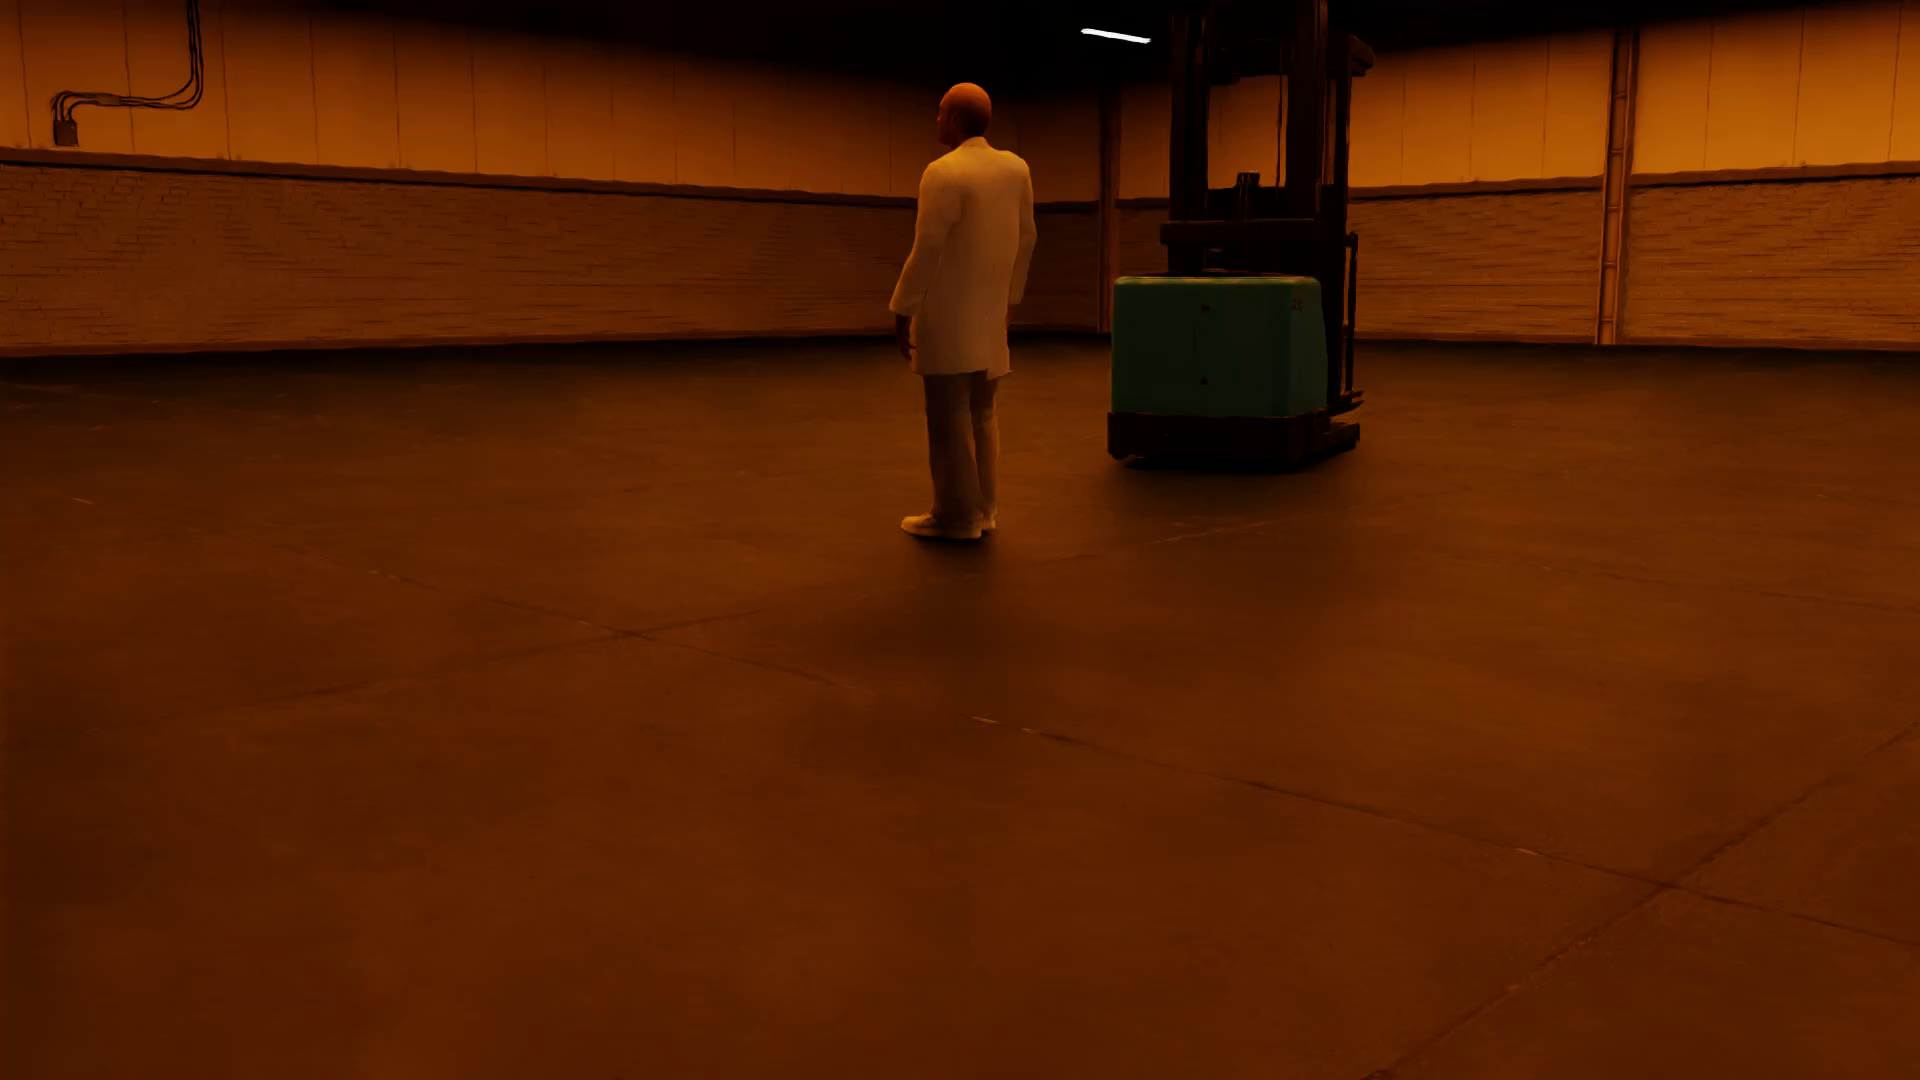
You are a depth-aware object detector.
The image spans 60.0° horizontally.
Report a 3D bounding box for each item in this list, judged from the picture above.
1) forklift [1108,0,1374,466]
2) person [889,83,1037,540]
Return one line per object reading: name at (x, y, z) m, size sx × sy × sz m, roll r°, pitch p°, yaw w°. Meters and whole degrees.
forklift at (1.926, -2.041, 10.429) m, size 1.130 × 2.935 × 3.031 m, roll 4°, pitch 9°, yaw 24°
person at (-0.062, -0.896, 6.650) m, size 0.579 × 1.776 × 0.694 m, roll 8°, pitch 12°, yaw 43°
